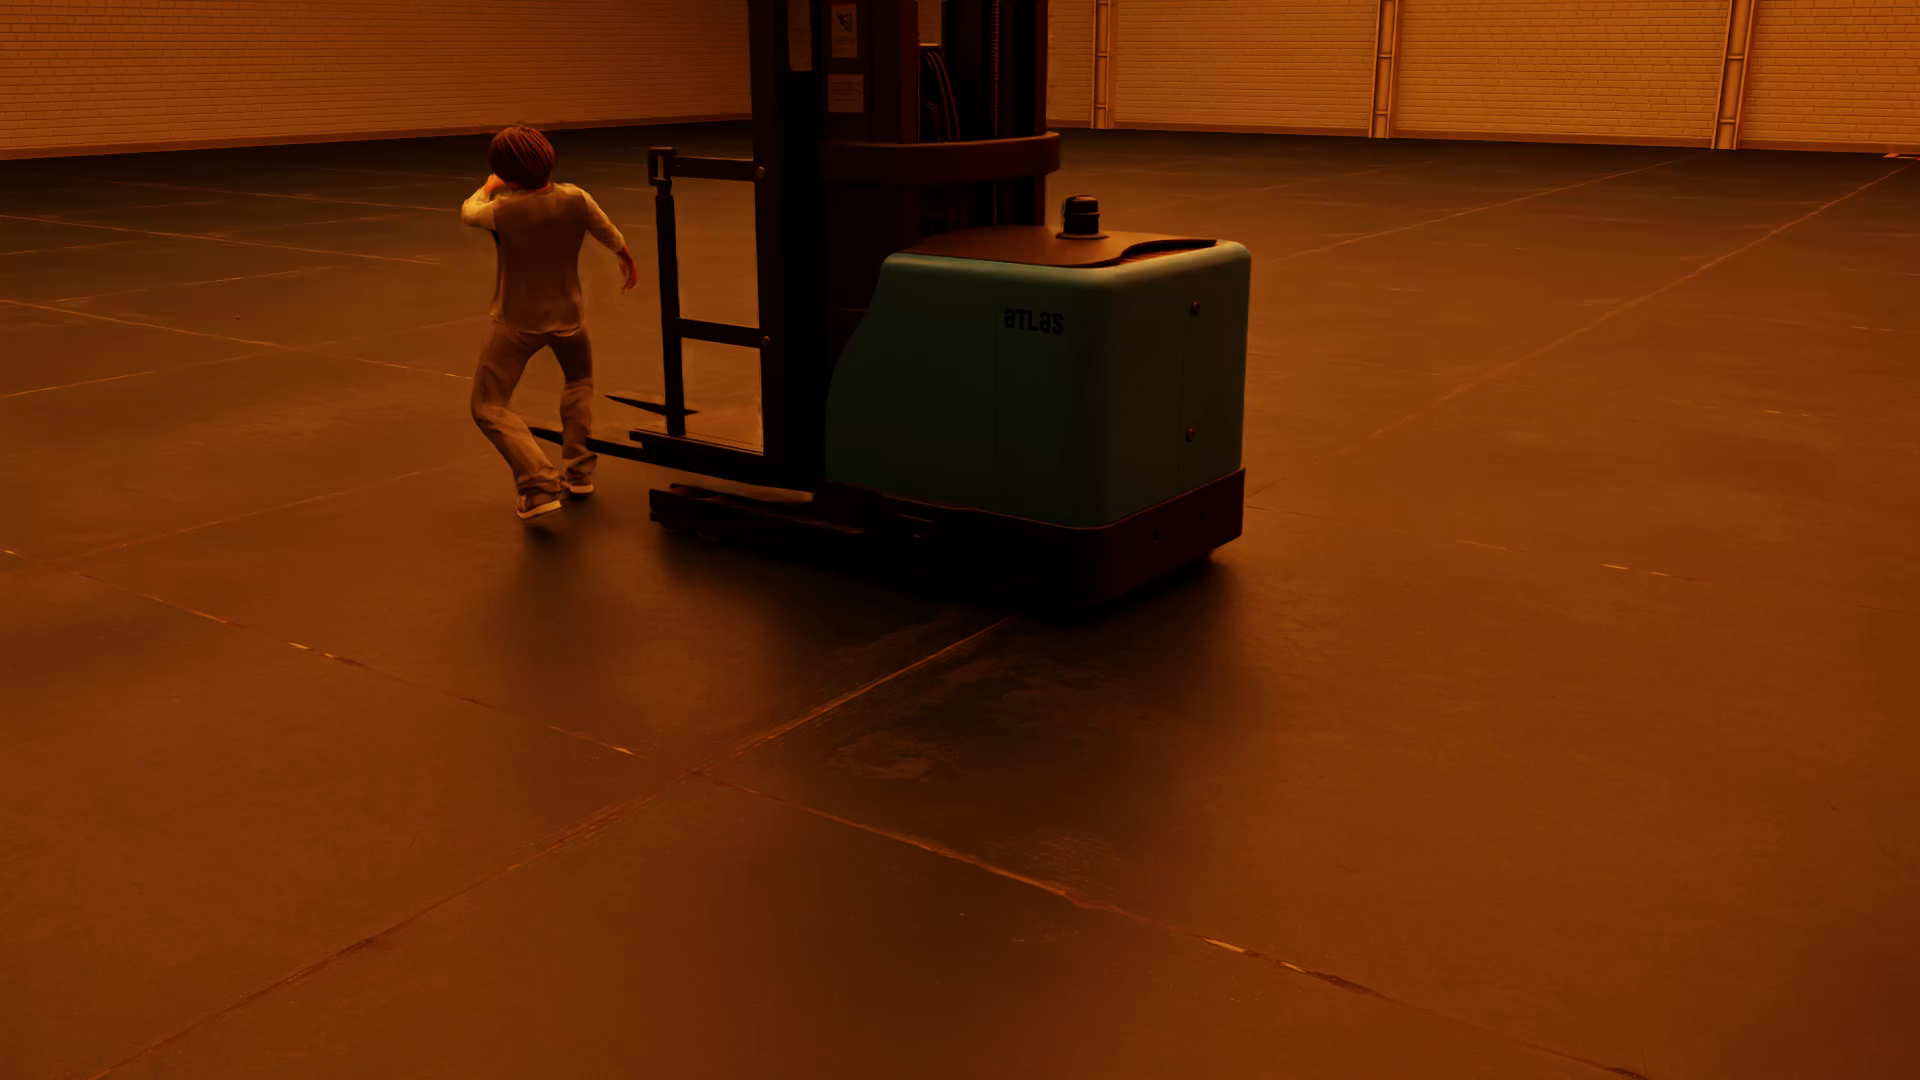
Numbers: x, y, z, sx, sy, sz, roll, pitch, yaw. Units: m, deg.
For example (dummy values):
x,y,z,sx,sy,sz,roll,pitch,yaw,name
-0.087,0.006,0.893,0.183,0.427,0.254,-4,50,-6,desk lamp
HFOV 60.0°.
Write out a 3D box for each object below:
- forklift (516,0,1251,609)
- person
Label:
x,y,z,sx,sy,sz,roll,pitch,yaw,name
-0.509,-1.506,5.869,3.031,2.935,1.130,12,20,35,forklift
-1.513,-0.837,6.267,0.749,1.394,0.784,14,22,40,person
